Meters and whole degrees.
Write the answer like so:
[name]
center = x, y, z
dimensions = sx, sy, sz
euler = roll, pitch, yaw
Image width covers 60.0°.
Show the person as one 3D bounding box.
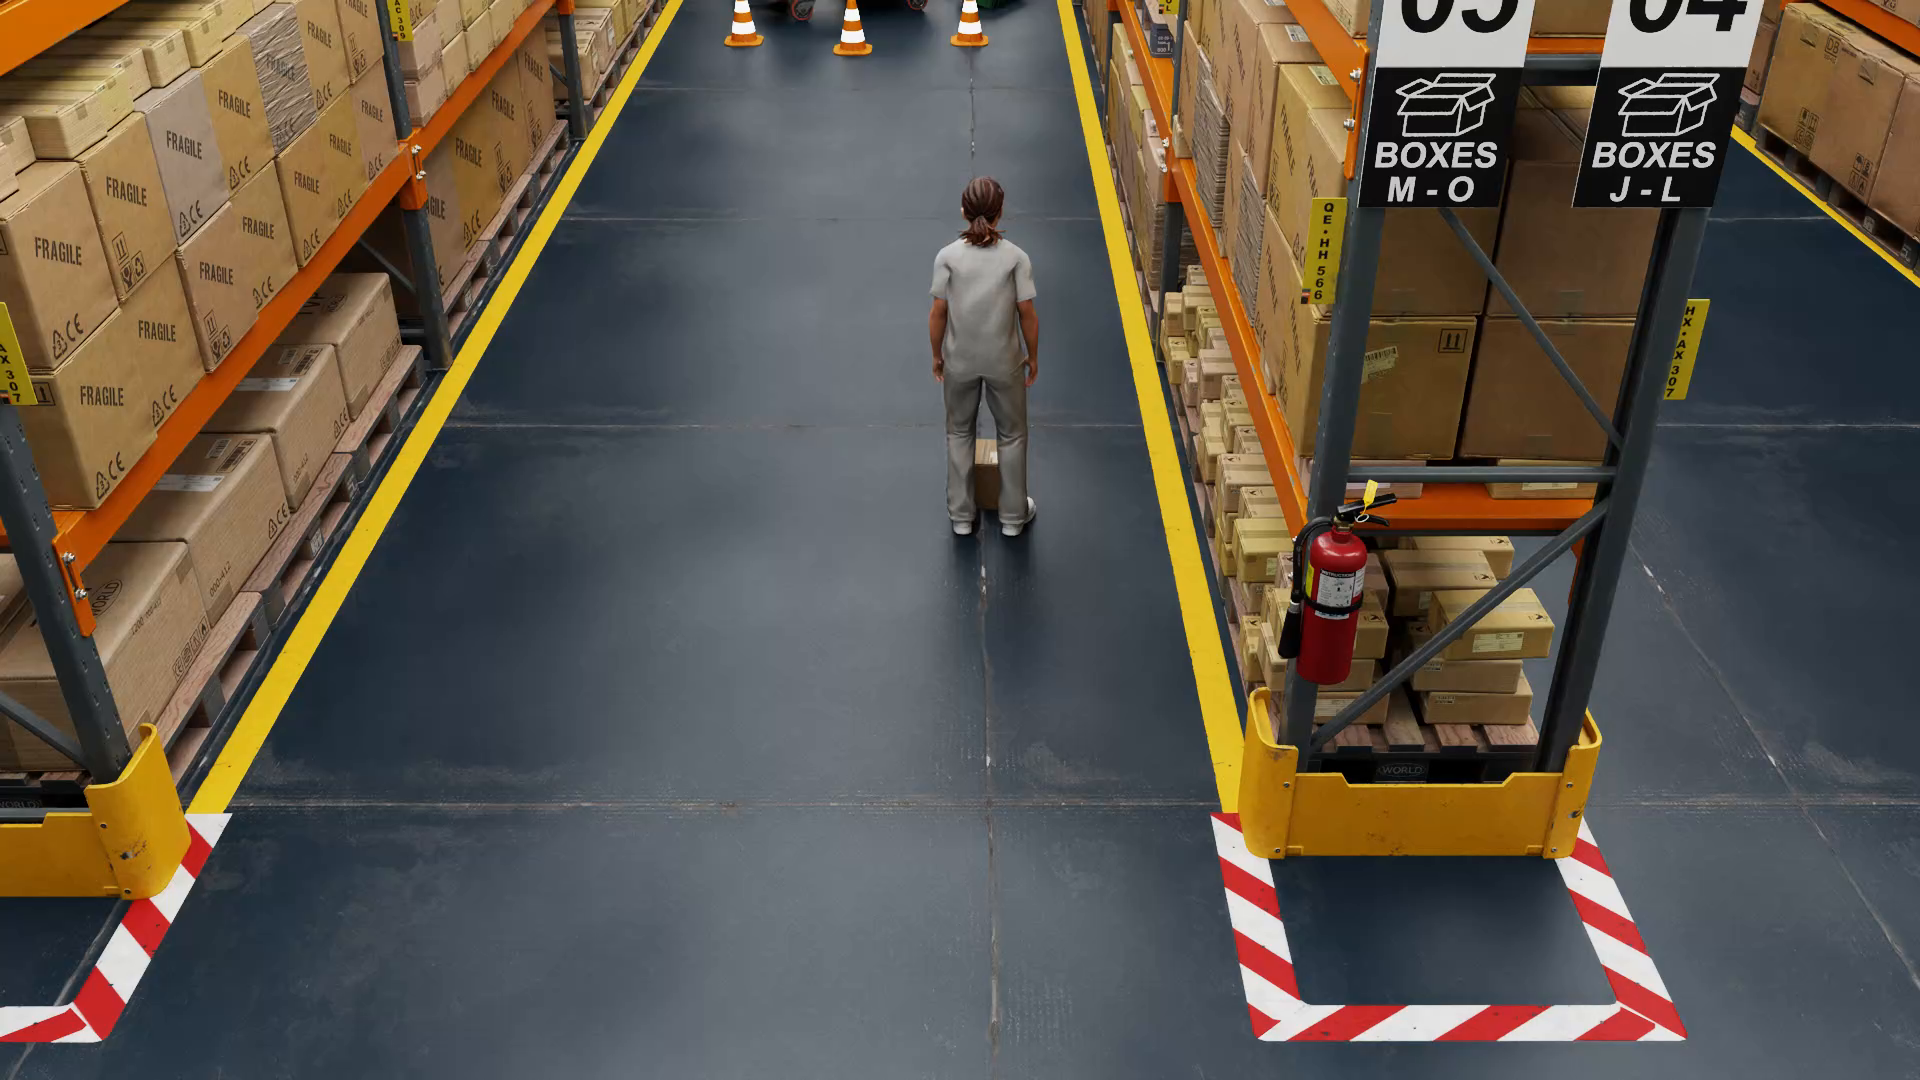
[person]
center = 0.108, -0.791, 7.420
dimensions = 0.484, 1.672, 0.360
euler = 3, 32, 5
